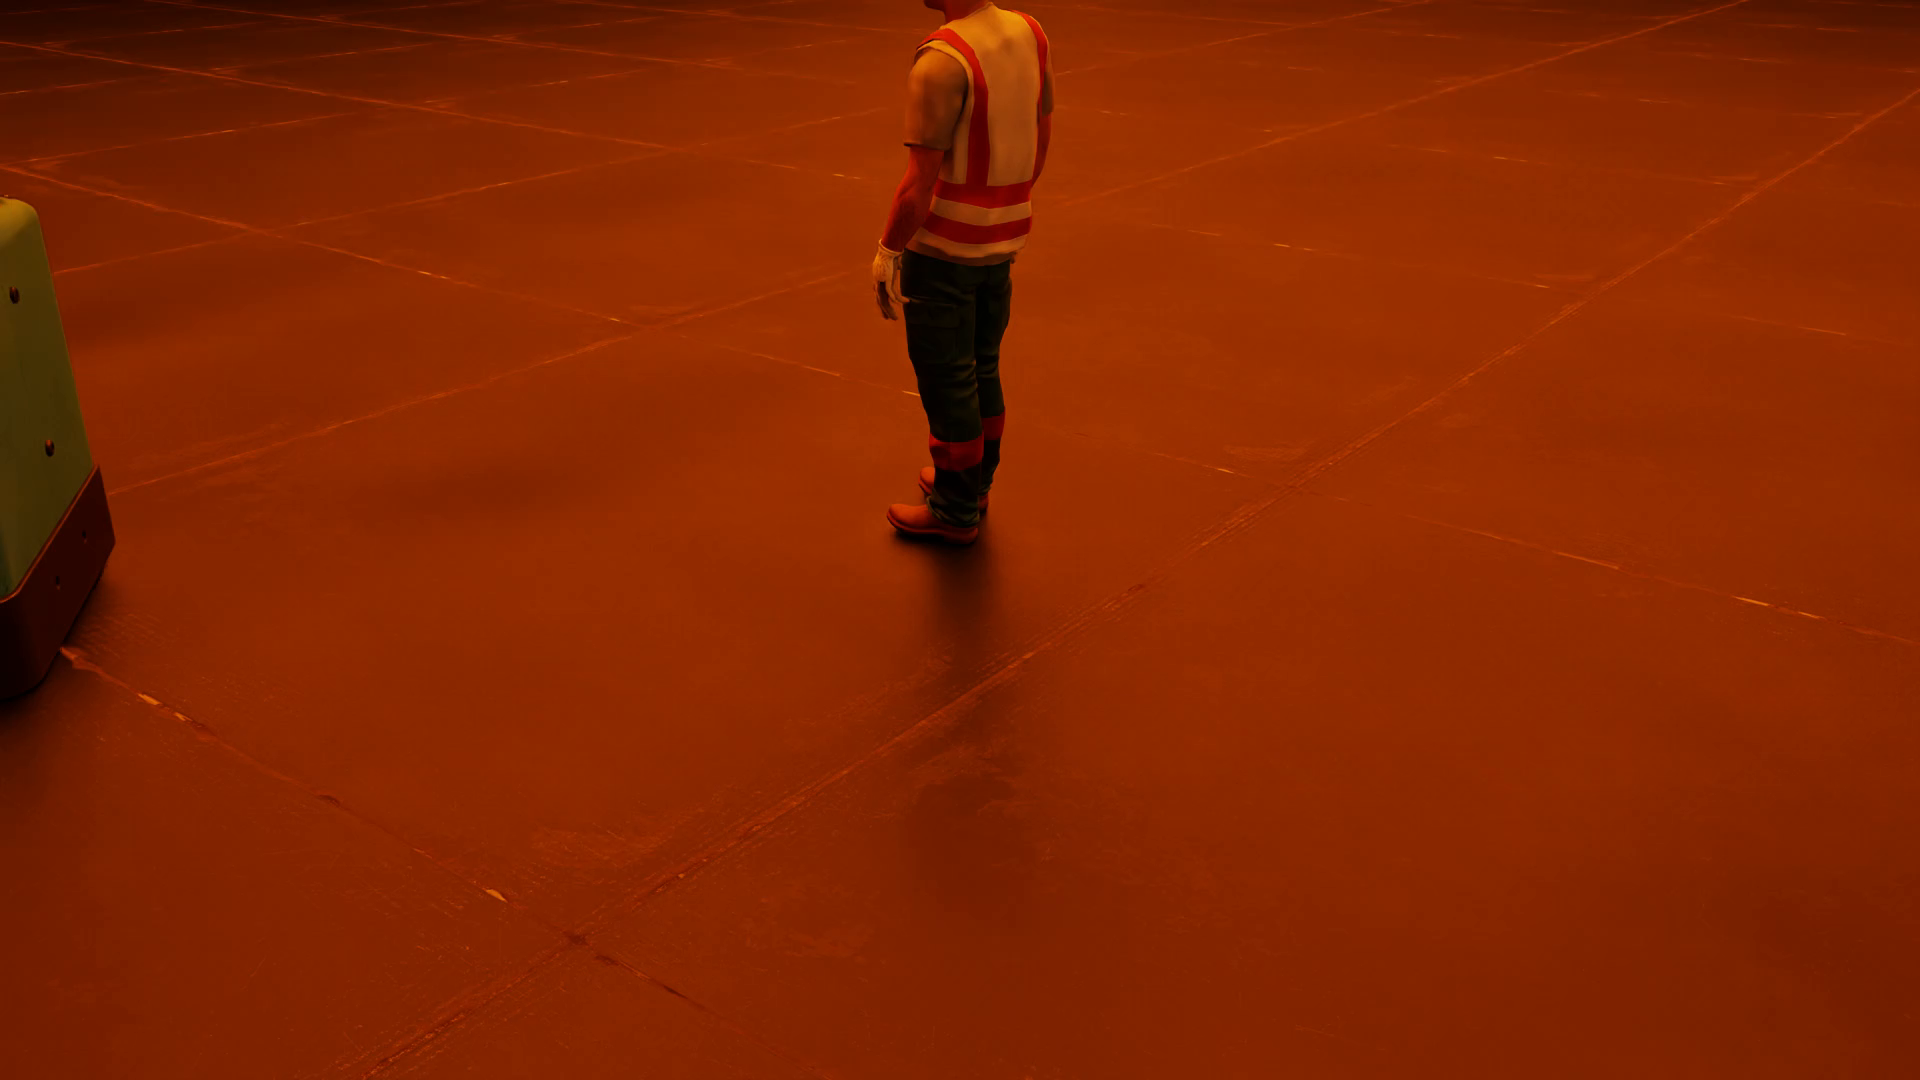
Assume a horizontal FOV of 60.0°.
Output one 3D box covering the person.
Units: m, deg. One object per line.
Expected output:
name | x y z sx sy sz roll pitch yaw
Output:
person | -0.056 -0.851 4.709 0.563 1.788 0.638 17 29 34

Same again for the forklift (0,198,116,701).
forklift | -3.808 -0.957 3.538 3.031 2.935 1.130 -6 24 -13
